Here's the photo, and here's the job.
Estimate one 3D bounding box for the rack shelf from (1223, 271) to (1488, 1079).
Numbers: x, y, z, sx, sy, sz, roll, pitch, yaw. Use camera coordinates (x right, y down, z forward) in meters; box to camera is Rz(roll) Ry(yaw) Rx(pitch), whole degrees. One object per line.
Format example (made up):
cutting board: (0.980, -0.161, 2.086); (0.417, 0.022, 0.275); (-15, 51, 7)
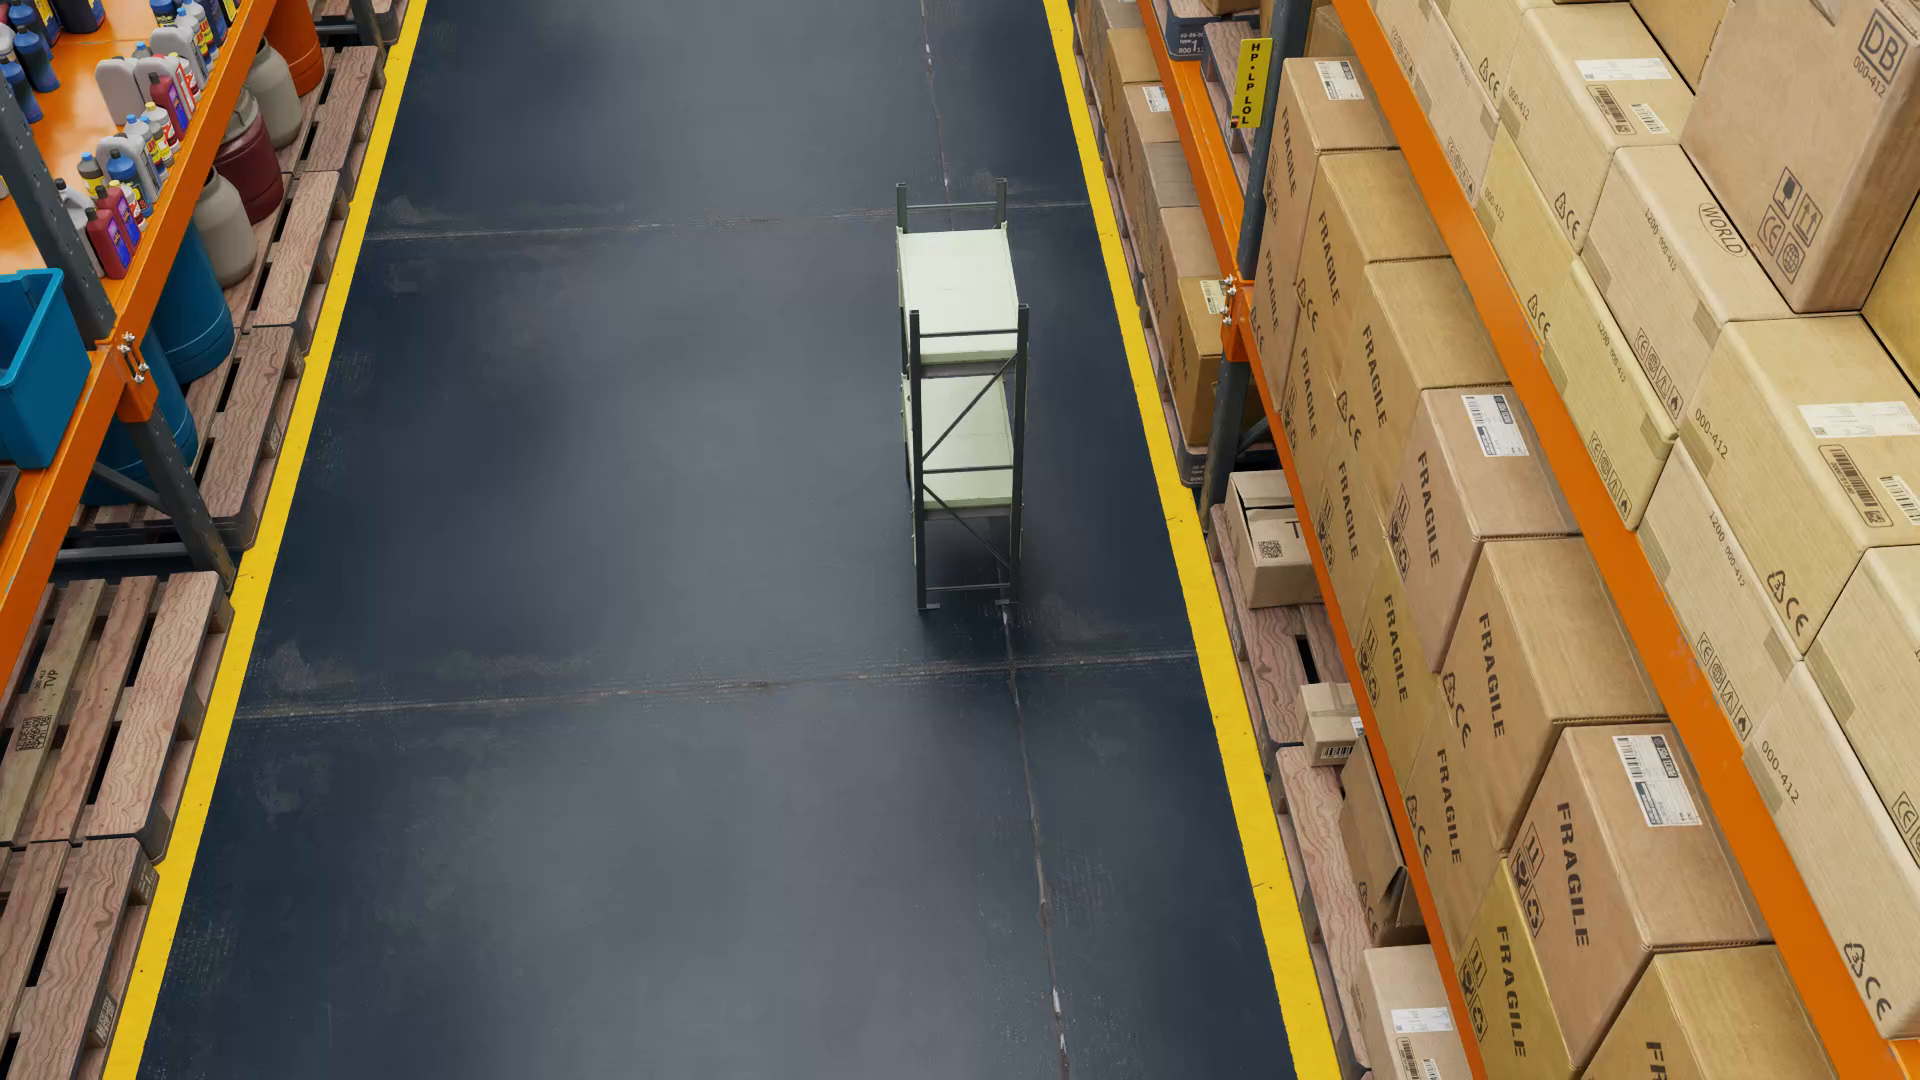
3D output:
rack shelf: (1.670, 0.567, 4.779); (1.077, 0.370, 4.000); (-3, 47, -3)

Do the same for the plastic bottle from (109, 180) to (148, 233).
plastic bottle: (-3.078, -1.231, 6.123); (0.097, 0.201, 0.097); (0, 47, 0)

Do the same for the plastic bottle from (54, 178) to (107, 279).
plastic bottle: (-3.143, -1.115, 5.911); (0.144, 0.351, 0.185); (-3, 47, -3)

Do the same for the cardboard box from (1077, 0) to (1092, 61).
cardboard box: (0.922, -2.966, 9.048); (0.500, 0.500, 0.500); (-2, 47, -2)

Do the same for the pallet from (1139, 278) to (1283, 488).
pallet: (1.397, -0.754, 7.456); (1.003, 0.211, 1.213); (-3, 47, -3)

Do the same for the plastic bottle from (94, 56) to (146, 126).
plastic bottle: (-3.321, -1.805, 6.615); (0.152, 0.276, 0.135); (-3, 47, -3)

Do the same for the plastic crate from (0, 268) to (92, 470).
plastic crate: (-3.054, -0.527, 5.289); (0.392, 0.384, 0.575); (-3, 47, -3)

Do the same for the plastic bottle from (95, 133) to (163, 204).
plastic bottle: (-3.123, -1.409, 6.240); (0.152, 0.276, 0.135); (-3, 47, -3)

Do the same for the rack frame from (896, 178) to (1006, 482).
rack frame: (-0.031, -0.785, 6.597); (0.400, 1.500, 0.023); (-3, 47, -3)

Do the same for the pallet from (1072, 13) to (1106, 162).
pallet: (1.193, -2.520, 9.128); (1.003, 0.211, 1.213); (-3, 47, -3)

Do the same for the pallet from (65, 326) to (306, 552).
pallet: (-3.456, -0.431, 7.149); (1.003, 0.211, 1.213); (-3, 47, -3)

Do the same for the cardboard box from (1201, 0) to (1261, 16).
cardboard box: (1.294, -2.580, 6.906); (0.700, 0.500, 0.500); (-14, 48, -13)

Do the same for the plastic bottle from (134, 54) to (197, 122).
plastic bottle: (-3.170, -1.814, 6.624); (0.152, 0.276, 0.135); (-3, 47, -3)

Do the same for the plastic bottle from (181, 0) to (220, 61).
plastic bottle: (-3.180, -2.136, 6.932); (0.097, 0.271, 0.097); (0, 47, 0)

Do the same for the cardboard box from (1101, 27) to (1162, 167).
cardboard box: (1.008, -2.225, 8.346); (0.500, 0.500, 0.500); (-4, 47, -4)

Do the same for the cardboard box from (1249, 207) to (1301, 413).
cardboard box: (1.274, -0.776, 5.487); (0.500, 0.500, 0.500); (-2, 47, -2)

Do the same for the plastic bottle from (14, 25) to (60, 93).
plastic bottle: (-3.769, -1.965, 6.771); (0.097, 0.271, 0.097); (0, 47, 0)

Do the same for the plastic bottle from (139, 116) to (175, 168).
plastic bottle: (-3.114, -1.539, 6.415); (0.097, 0.201, 0.097); (0, 47, 0)

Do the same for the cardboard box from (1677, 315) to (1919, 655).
cardboard box: (1.499, -0.103, 2.611); (0.500, 0.250, 0.500); (-3, 47, -3)

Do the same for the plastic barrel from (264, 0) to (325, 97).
plastic barrel: (-3.710, -2.768, 8.648); (0.600, 0.830, 0.708); (-3, 47, -3)

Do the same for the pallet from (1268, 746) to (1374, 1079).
pallet: (1.665, 1.213, 5.592); (1.003, 0.211, 1.213); (-3, 47, -3)

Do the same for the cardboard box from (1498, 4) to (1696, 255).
cardboard box: (1.412, -0.826, 3.296); (0.500, 0.250, 0.500); (-3, 47, -3)

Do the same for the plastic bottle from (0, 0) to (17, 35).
plastic bottle: (-3.957, -2.113, 6.902); (0.061, 0.283, 0.133); (-3, 47, -3)

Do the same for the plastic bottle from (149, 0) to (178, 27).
plastic bottle: (-3.332, -2.198, 6.991); (0.097, 0.271, 0.097); (0, 47, 0)

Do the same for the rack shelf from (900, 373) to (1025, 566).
rack shelf: (-0.001, -0.296, 6.583); (0.431, 0.370, 0.720); (-3, 47, -3)

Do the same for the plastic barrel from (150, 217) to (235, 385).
plastic barrel: (-3.521, -1.159, 7.074); (0.600, 0.901, 0.708); (-3, 47, -3)

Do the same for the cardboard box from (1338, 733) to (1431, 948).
cardboard box: (1.665, 0.939, 5.348); (0.797, 0.503, 0.637); (-3, 47, -3)

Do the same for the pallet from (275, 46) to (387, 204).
pallet: (-3.661, -2.196, 8.821); (1.003, 0.211, 1.213); (-3, 47, -3)

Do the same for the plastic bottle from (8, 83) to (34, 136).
plastic bottle: (-3.738, -1.700, 6.519); (0.097, 0.271, 0.097); (0, 47, 0)

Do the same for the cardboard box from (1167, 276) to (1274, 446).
cardboard box: (1.176, -0.759, 6.958); (0.500, 0.500, 0.500); (-4, 47, -4)

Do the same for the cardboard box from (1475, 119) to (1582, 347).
cardboard box: (1.421, -0.655, 3.478); (0.500, 0.250, 0.500); (-3, 47, -3)

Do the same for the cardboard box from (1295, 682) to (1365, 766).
cardboard box: (1.405, 0.638, 5.865); (0.380, 0.166, 0.250); (-3, 47, -3)

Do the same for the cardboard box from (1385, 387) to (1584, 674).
cardboard box: (1.392, -0.029, 4.090); (0.500, 0.500, 0.500); (-2, 47, -2)

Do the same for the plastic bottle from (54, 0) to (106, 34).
plastic bottle: (-3.788, -2.361, 7.090); (0.144, 0.351, 0.185); (-3, 47, -3)

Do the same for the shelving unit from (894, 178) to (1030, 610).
shelving unit: (-0.001, -0.521, 6.347); (0.431, 1.500, 0.755); (-3, 47, -3)

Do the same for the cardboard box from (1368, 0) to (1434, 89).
cardboard box: (1.335, -1.378, 4.163); (0.500, 0.250, 0.500); (-3, 47, -3)

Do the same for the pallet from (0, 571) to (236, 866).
pallet: (-3.333, 0.660, 6.116); (1.003, 0.211, 1.213); (-3, 47, -3)

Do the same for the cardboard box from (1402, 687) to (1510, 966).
cardboard box: (1.446, 0.689, 4.100); (0.500, 0.500, 0.500); (-3, 47, -3)

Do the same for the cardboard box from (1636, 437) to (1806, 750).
cardboard box: (1.501, 0.069, 2.793); (0.500, 0.250, 0.500); (-3, 47, -3)

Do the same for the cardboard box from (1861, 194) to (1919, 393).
cardboard box: (1.821, -0.380, 2.357); (0.700, 0.500, 0.500); (-3, 47, -3)

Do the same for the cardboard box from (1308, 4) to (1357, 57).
cardboard box: (1.686, -1.662, 6.037); (0.700, 0.500, 0.500); (-18, 49, -16)

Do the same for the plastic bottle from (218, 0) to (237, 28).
plastic bottle: (-3.187, -2.359, 7.135); (0.061, 0.283, 0.133); (-3, 47, -3)

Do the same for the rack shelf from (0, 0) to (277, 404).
rack shelf: (-3.601, -2.028, 7.237); (1.077, 0.370, 4.000); (-3, 47, -3)

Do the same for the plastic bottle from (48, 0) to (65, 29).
plastic bottle: (-3.938, -2.344, 7.126); (0.152, 0.276, 0.135); (-3, 47, -3)

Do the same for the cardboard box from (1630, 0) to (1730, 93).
cardboard box: (1.724, -1.103, 3.042); (0.700, 0.500, 0.500); (-3, 47, -3)

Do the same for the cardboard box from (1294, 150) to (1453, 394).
cardboard box: (1.306, -0.774, 4.796); (0.500, 0.500, 0.500); (-5, 47, -5)

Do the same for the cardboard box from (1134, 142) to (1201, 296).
cardboard box: (1.102, -1.480, 7.640); (0.500, 0.500, 0.500); (-3, 47, -3)

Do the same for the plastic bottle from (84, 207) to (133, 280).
plastic bottle: (-3.039, -1.080, 5.924); (0.061, 0.283, 0.133); (-3, 47, -3)

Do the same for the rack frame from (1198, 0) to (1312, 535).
rack frame: (1.503, -1.127, 5.888); (1.000, 3.000, 0.127); (-3, 47, -3)

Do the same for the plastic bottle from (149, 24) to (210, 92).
plastic bottle: (-3.189, -1.982, 6.783); (0.152, 0.276, 0.135); (-3, 47, -3)

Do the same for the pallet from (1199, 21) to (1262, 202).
pallet: (1.545, -1.646, 6.512); (1.003, 0.211, 1.213); (-3, 47, -3)

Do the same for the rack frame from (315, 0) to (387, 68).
rack frame: (-3.768, -3.723, 8.346); (1.000, 3.000, 0.127); (-3, 47, -3)

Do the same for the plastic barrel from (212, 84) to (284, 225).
plastic barrel: (-3.616, -1.868, 7.961); (0.600, 0.588, 0.708); (-3, 47, -3)

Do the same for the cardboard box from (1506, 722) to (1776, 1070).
cardboard box: (1.484, 0.718, 3.383); (0.500, 0.500, 0.500); (-2, 47, -2)

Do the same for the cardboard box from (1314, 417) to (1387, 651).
cardboard box: (1.360, -0.044, 4.793); (0.500, 0.500, 0.500); (-4, 47, -4)

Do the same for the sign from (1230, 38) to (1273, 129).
sign: (0.950, -1.489, 5.433); (0.100, 0.325, 0.005); (-3, 47, -3)
